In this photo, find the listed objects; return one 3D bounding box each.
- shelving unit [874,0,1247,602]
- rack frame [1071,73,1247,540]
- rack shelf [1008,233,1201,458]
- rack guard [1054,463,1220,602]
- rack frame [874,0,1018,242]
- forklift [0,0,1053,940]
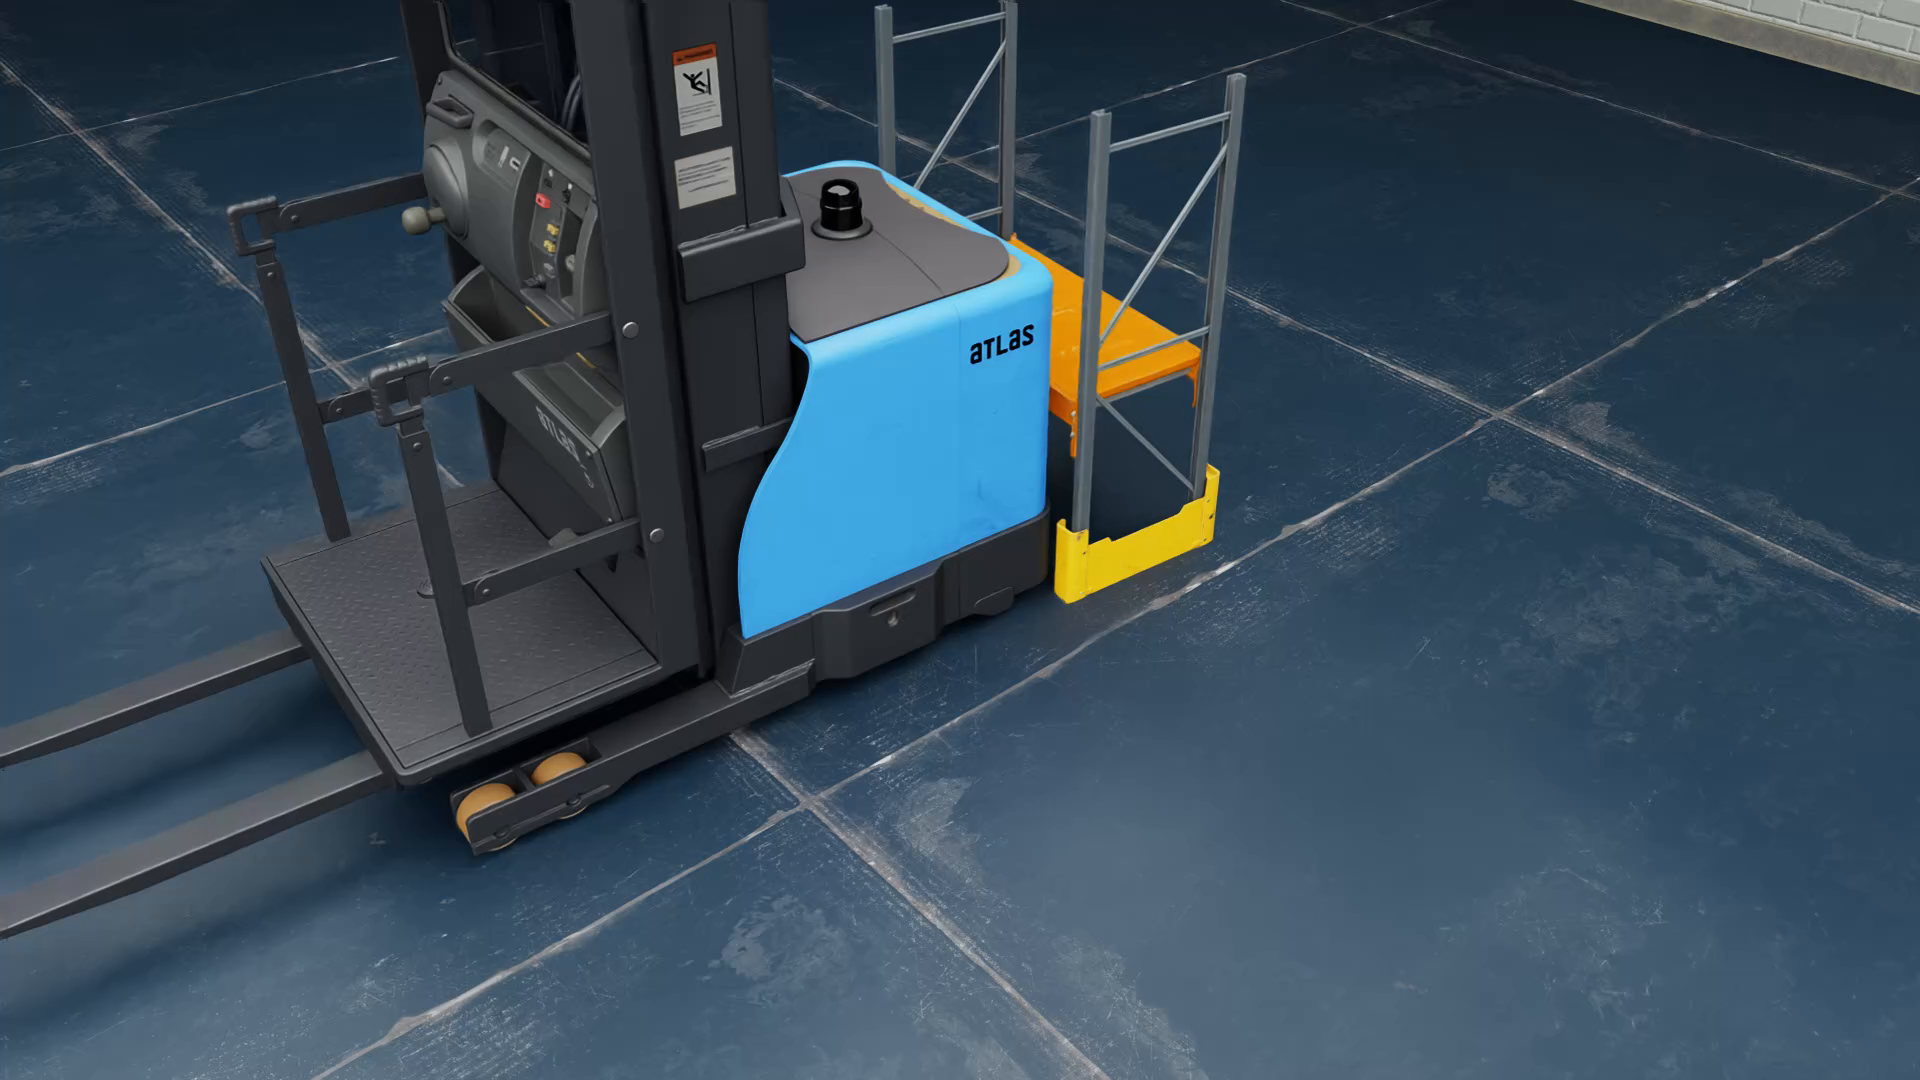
[{"bbox_3d":[0.258,-0.773,5.043,0.587,1.500,1.083,-22,41,-28],"label":"shelving unit"},{"bbox_3d":[0.542,-0.535,4.708,0.500,1.500,0.032,-22,41,-28],"label":"rack frame"},{"bbox_3d":[0.253,-0.630,5.153,0.538,0.185,1.000,-22,41,-28],"label":"rack shelf"},{"bbox_3d":[0.542,-0.026,5.070,0.587,0.250,0.087,-22,41,-28],"label":"rack guard"},{"bbox_3d":[-0.036,-1.019,5.391,0.500,1.500,0.032,-22,41,-28],"label":"rack frame"},{"bbox_3d":[-1.228,-0.769,3.800,3.031,2.935,1.130,-23,41,-29],"label":"forklift"}]
